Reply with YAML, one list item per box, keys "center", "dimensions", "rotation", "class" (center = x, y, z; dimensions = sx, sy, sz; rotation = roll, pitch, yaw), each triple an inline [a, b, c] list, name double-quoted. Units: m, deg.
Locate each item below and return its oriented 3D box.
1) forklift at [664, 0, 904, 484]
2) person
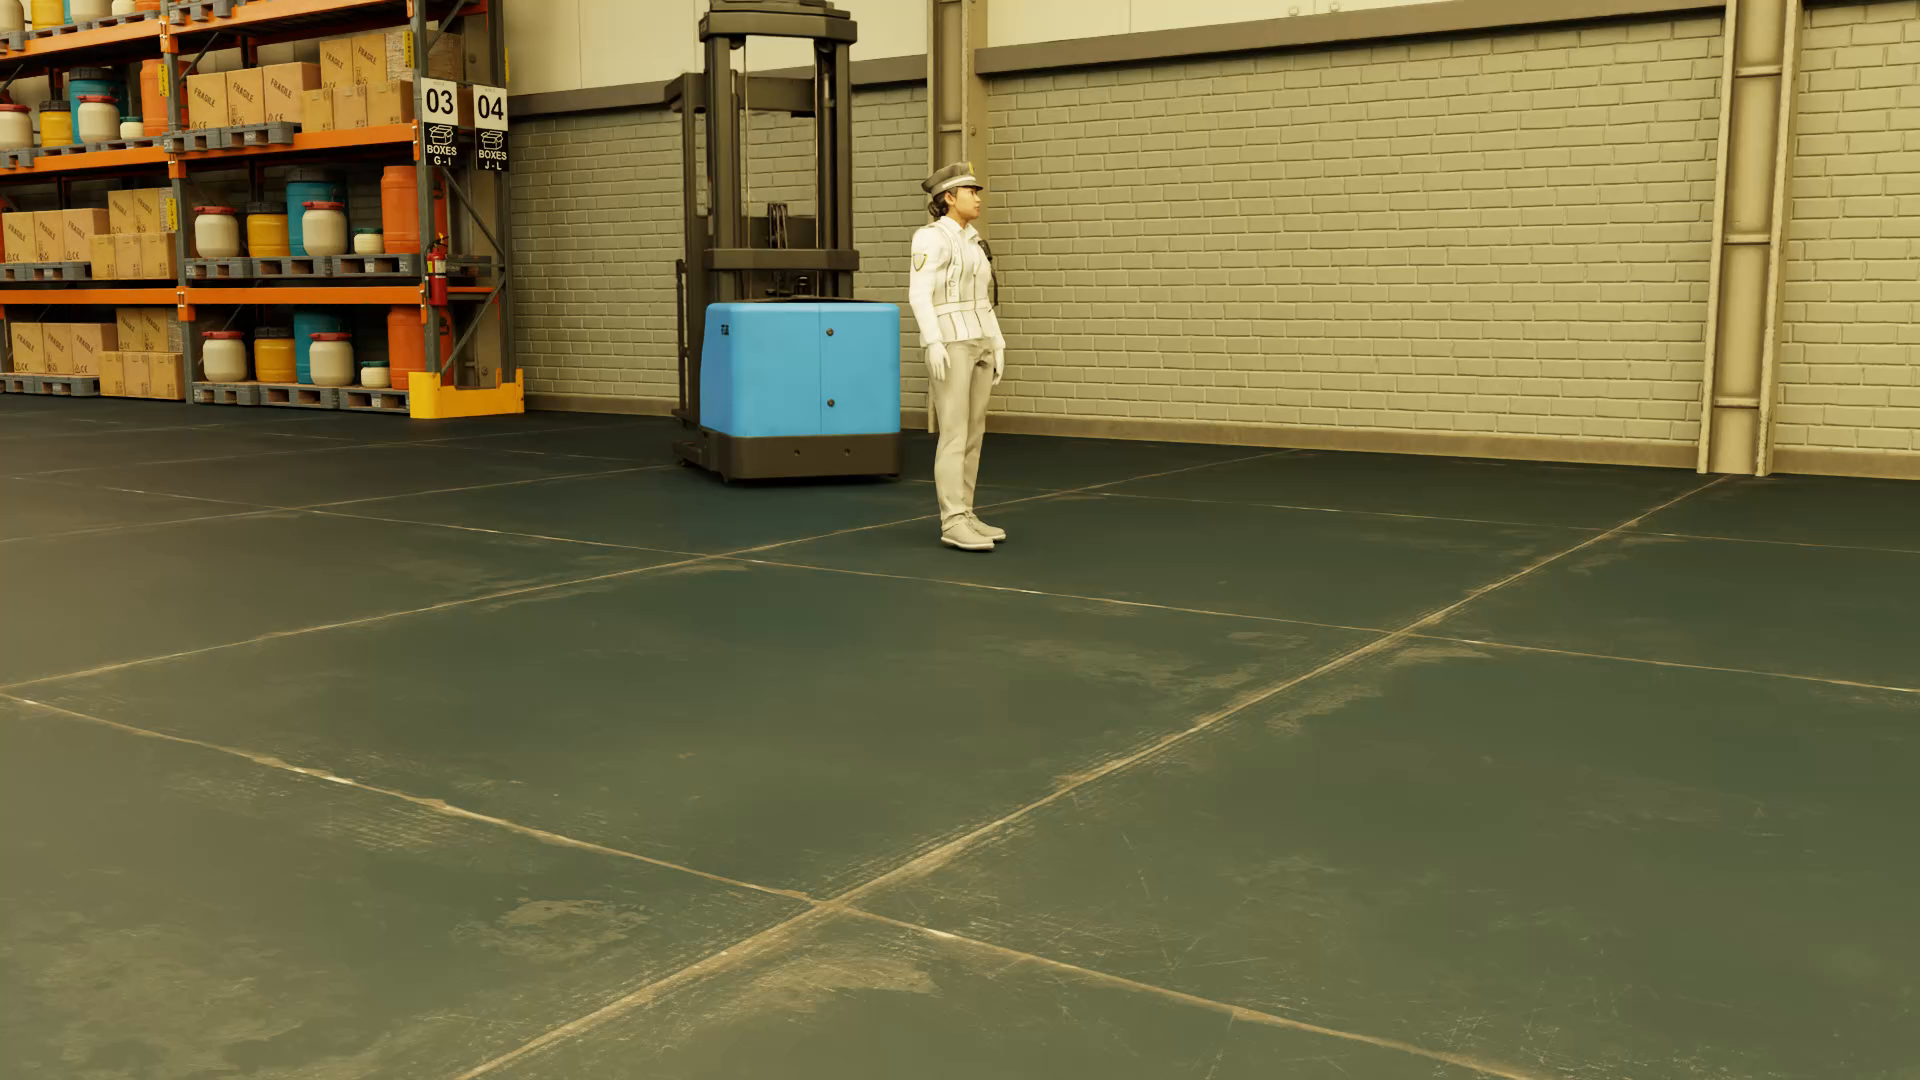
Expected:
- center: [-1.307, -1.954, 10.931]
  dimensions: [1.130, 2.935, 3.031]
  rotation: [-3, 9, -19]
  class: "forklift"
- center: [0.053, -0.840, 7.440]
  dimensions: [0.531, 1.695, 0.588]
  rotation: [5, 10, 34]
  class: "person"
